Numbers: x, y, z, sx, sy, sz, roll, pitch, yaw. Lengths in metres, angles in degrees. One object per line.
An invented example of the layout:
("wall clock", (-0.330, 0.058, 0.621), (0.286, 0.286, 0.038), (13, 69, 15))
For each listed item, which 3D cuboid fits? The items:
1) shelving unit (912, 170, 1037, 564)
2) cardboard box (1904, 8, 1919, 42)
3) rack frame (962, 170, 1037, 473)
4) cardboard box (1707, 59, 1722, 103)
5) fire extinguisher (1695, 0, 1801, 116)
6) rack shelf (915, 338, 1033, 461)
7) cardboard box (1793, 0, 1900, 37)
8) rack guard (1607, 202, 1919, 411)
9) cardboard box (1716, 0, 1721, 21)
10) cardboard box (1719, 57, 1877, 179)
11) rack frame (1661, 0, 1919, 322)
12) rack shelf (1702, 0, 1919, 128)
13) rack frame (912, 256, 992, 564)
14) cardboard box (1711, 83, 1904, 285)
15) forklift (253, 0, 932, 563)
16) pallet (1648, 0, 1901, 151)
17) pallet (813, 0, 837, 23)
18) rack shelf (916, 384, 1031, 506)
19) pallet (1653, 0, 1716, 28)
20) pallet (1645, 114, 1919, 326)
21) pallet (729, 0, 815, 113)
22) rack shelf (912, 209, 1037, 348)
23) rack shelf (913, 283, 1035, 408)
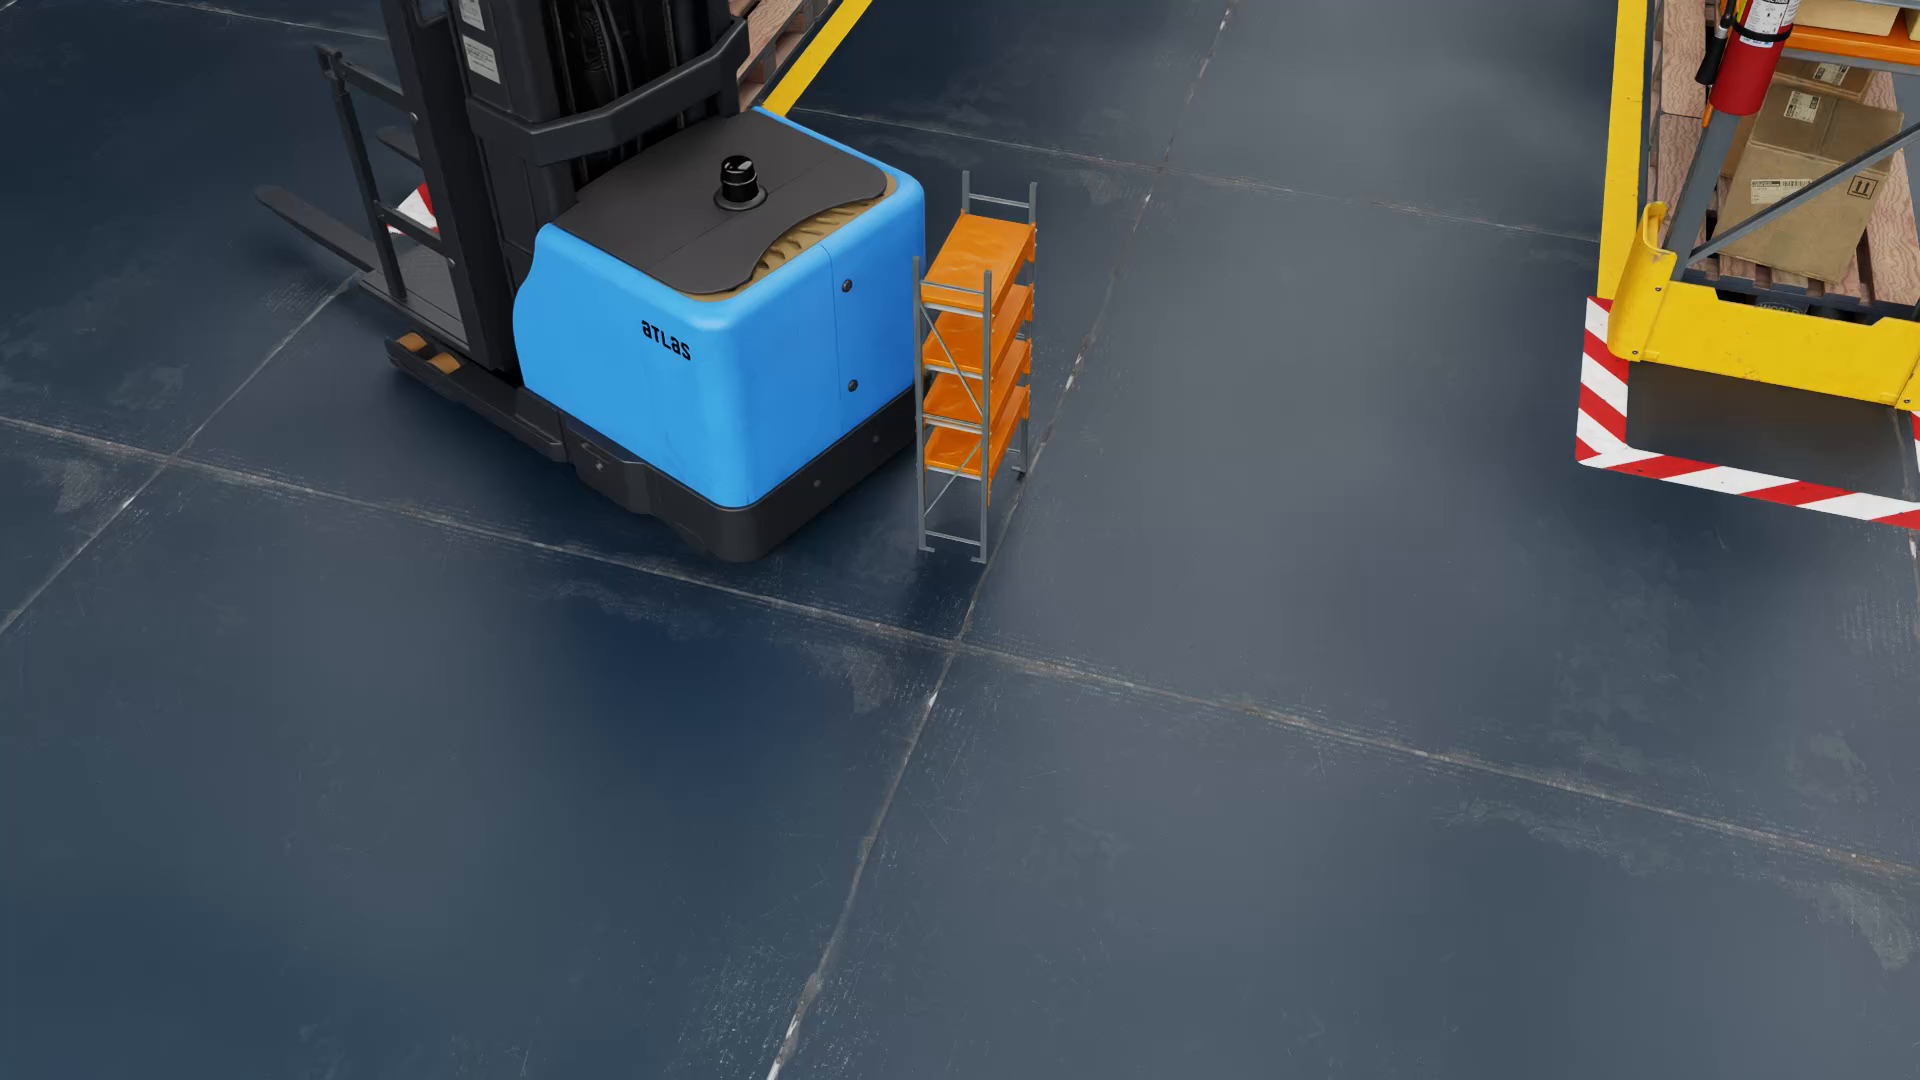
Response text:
("shelving unit", (0.050, -0.539, 5.443), (0.258, 1.200, 0.503), (13, 46, 12))
("cardboard box", (3.421, -1.781, 5.605), (0.380, 0.149, 0.250), (13, 46, 13))
("rack frame", (0.124, -0.702, 5.609), (0.240, 1.200, 0.015), (13, 46, 12))
("cardboard box", (3.668, -2.219, 7.360), (0.500, 0.500, 0.500), (17, 47, 16))
("fire extinguisher", (2.633, -1.725, 5.423), (0.296, 0.674, 0.183), (13, 46, 13))
("rack shelf", (0.050, -0.491, 5.490), (0.258, 0.148, 0.480), (13, 46, 12))
("cardboard box", (2.997, -1.875, 5.701), (0.380, 0.149, 0.250), (13, 46, 13))
("rack guard", (3.130, -0.888, 6.300), (1.175, 0.500, 0.348), (13, 46, 13))
("cardboard box", (3.880, -2.582, 7.731), (0.500, 0.500, 0.500), (9, 45, 9))
("cardboard box", (3.460, -1.806, 6.938), (0.500, 0.500, 0.500), (24, 49, 23))
("rack frame", (3.107, -1.731, 5.374), (1.000, 3.000, 0.127), (13, 46, 13))
("rack shelf", (3.713, -2.807, 6.988), (1.077, 0.370, 4.000), (13, 46, 13))
("rack frame", (-0.024, -0.377, 5.277), (0.240, 1.200, 0.015), (13, 46, 12))
("cardboard box", (3.312, -1.400, 6.523), (0.500, 0.500, 0.500), (21, 48, 20))
("forklift", (-1.559, -1.845, 5.540), (3.031, 2.935, 1.130), (30, 52, 27))
("pallet", (3.781, -2.130, 7.775), (1.003, 0.211, 1.213), (13, 46, 13))
("pallet", (-1.013, -3.195, 8.864), (1.003, 0.211, 1.213), (13, 46, 13))
("rack shelf", (0.050, -0.349, 5.629), (0.258, 0.148, 0.480), (13, 46, 12))
("pallet", (4.149, -2.945, 8.609), (1.003, 0.211, 1.213), (13, 46, 13))
("pallet", (3.410, -1.319, 6.947), (1.003, 0.211, 1.213), (13, 46, 13))
("pallet", (-1.384, -2.384, 8.036), (1.003, 0.211, 1.213), (13, 46, 13))
("rack shelf", (0.050, -0.820, 5.168), (0.258, 0.148, 0.480), (13, 46, 12))
("rack shelf", (0.050, -0.651, 5.334), (0.258, 0.148, 0.480), (13, 46, 12))
